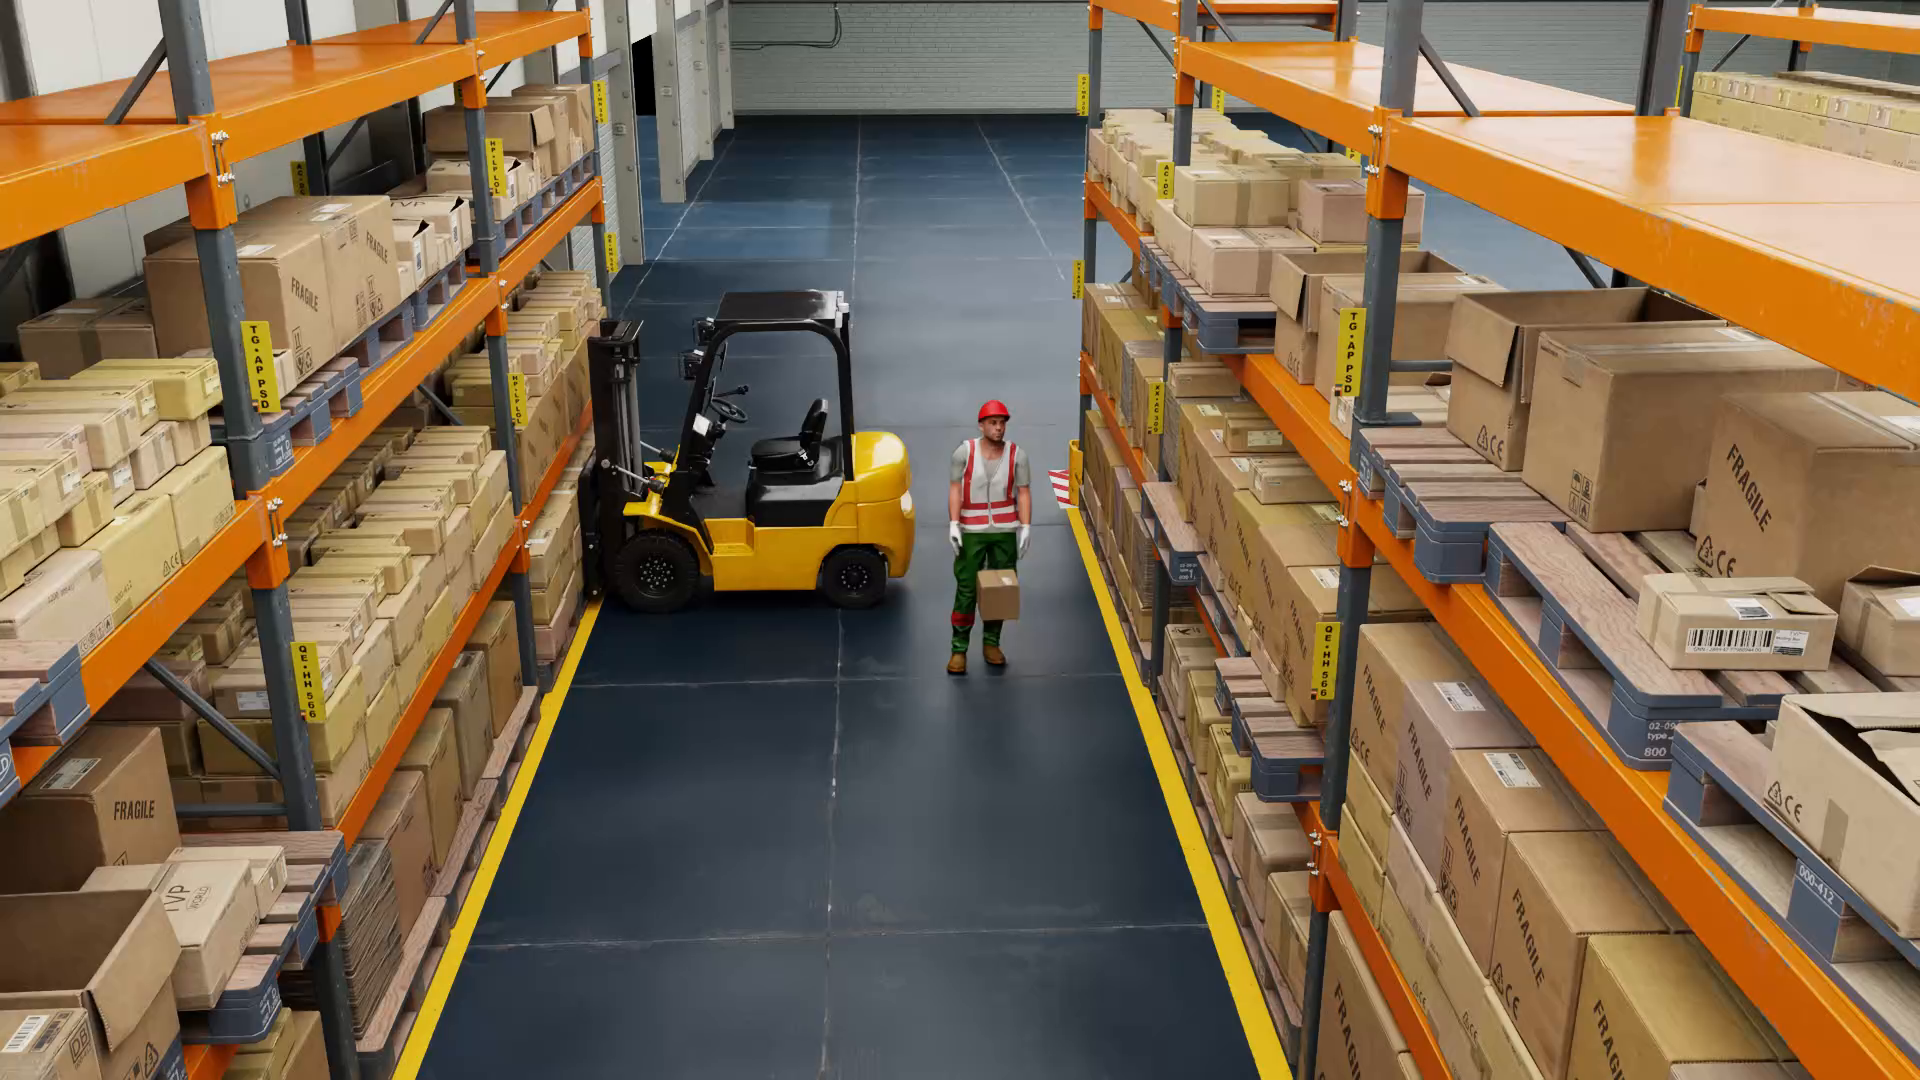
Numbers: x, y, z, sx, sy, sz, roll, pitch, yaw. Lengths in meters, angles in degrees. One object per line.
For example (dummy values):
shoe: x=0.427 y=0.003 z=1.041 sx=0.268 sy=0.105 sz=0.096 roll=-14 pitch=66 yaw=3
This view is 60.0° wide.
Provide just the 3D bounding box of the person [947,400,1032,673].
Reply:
person: x=0.192 y=-0.029 z=11.097 sx=0.597 sy=1.789 sz=0.562 roll=-2 pitch=20 yaw=-5
